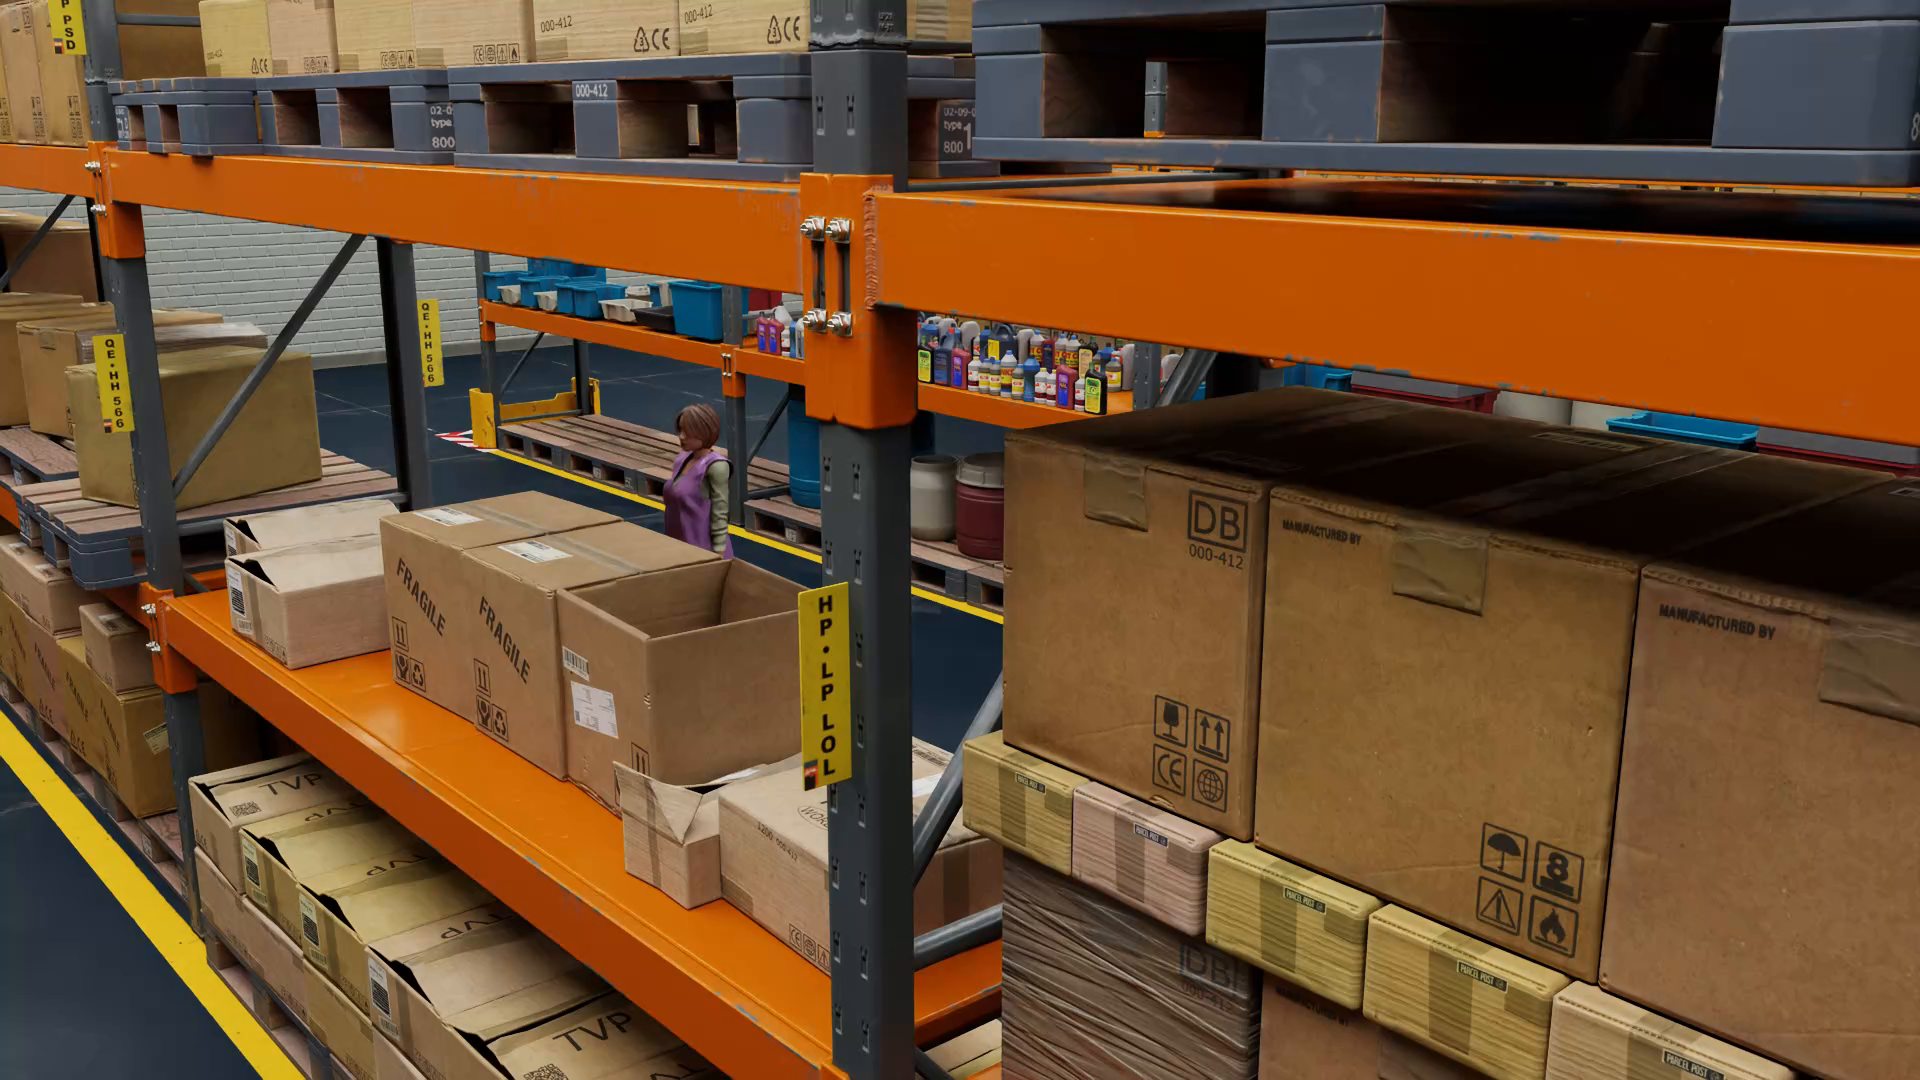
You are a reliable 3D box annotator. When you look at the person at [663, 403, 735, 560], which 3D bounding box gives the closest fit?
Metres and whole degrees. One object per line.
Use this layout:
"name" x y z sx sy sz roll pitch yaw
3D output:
"person" -1.247 0.130 8.023 0.304 1.599 0.406 -12 18 -38
